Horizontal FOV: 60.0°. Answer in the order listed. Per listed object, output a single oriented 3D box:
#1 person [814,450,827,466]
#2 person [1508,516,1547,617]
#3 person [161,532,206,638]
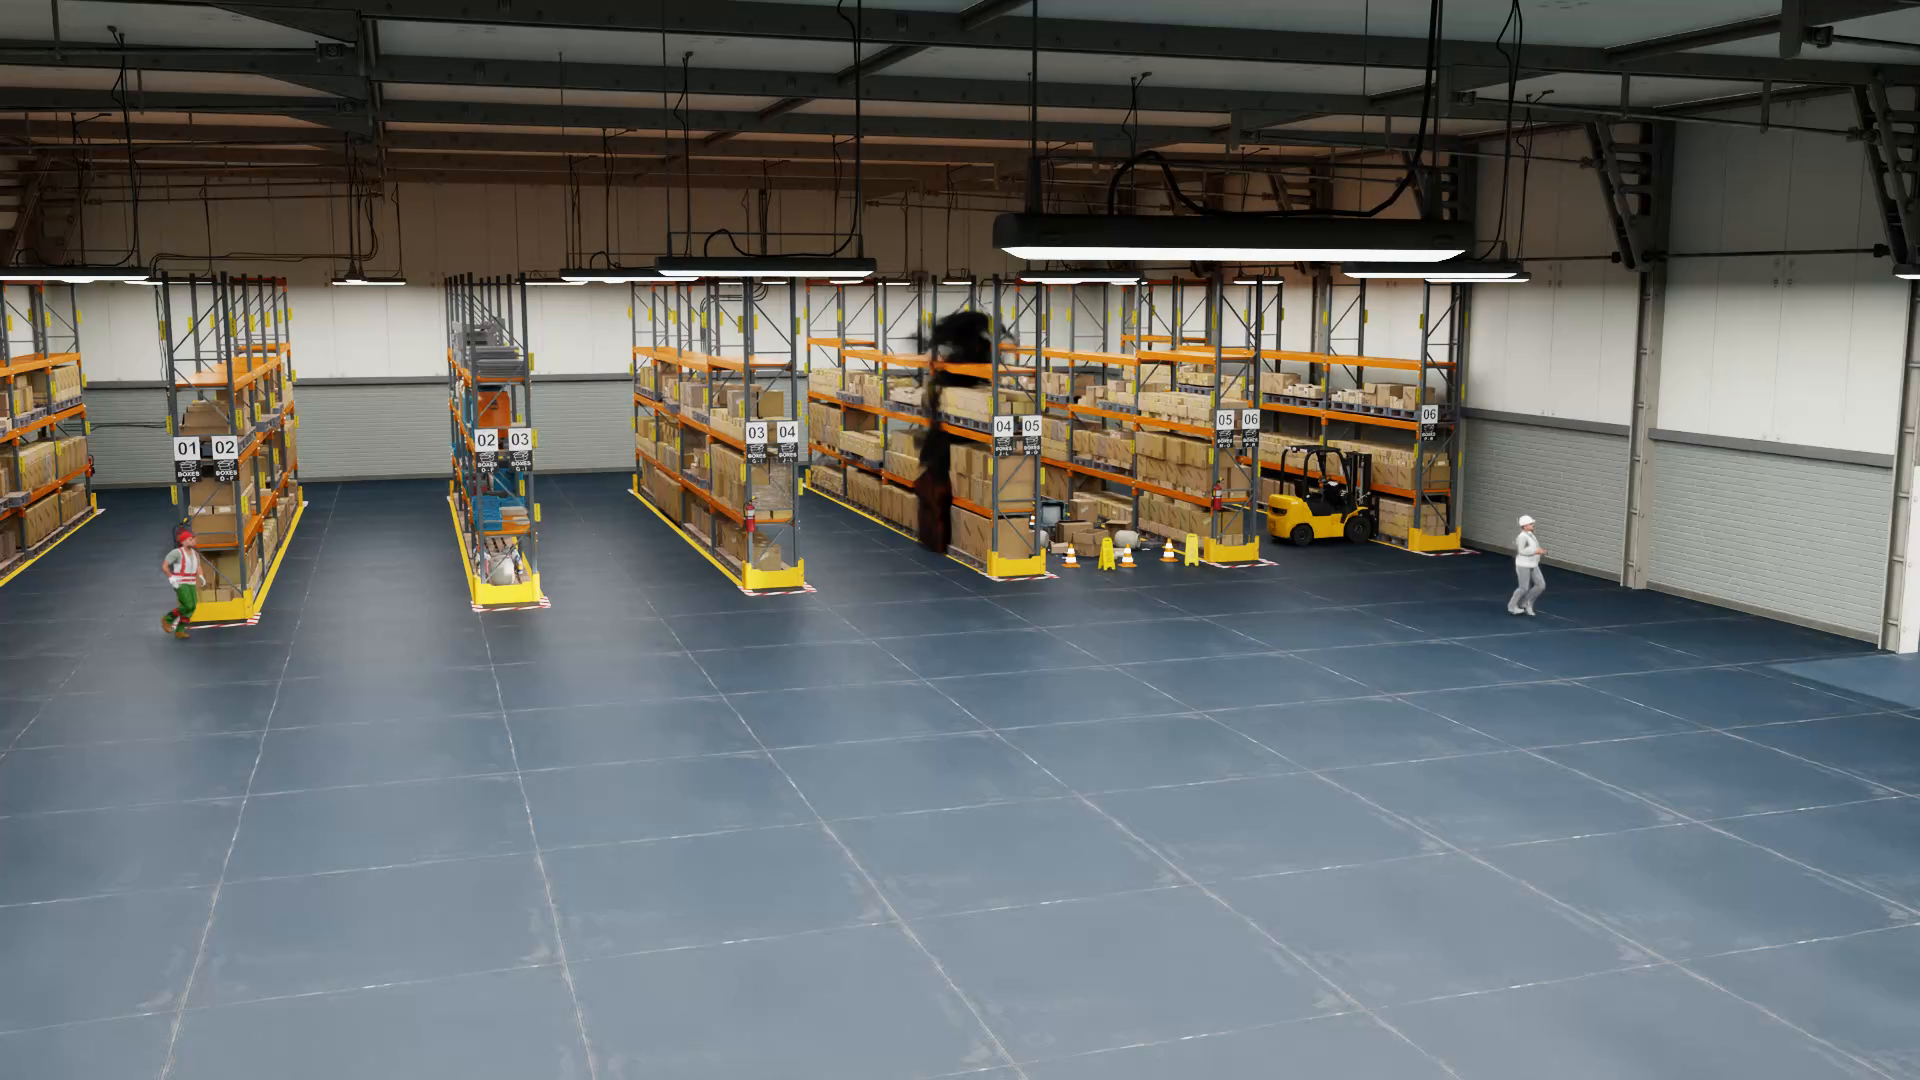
[{"bbox_3d":[-4.119,-2.589,49.504,0.726,1.746,0.567,-5,10,-29],"label":"person"},{"bbox_3d":[9.986,0.473,29.167,0.680,1.800,0.639,8,12,43],"label":"person"},{"bbox_3d":[-12.836,0.726,27.580,0.536,1.721,0.710,3,9,16],"label":"person"}]
